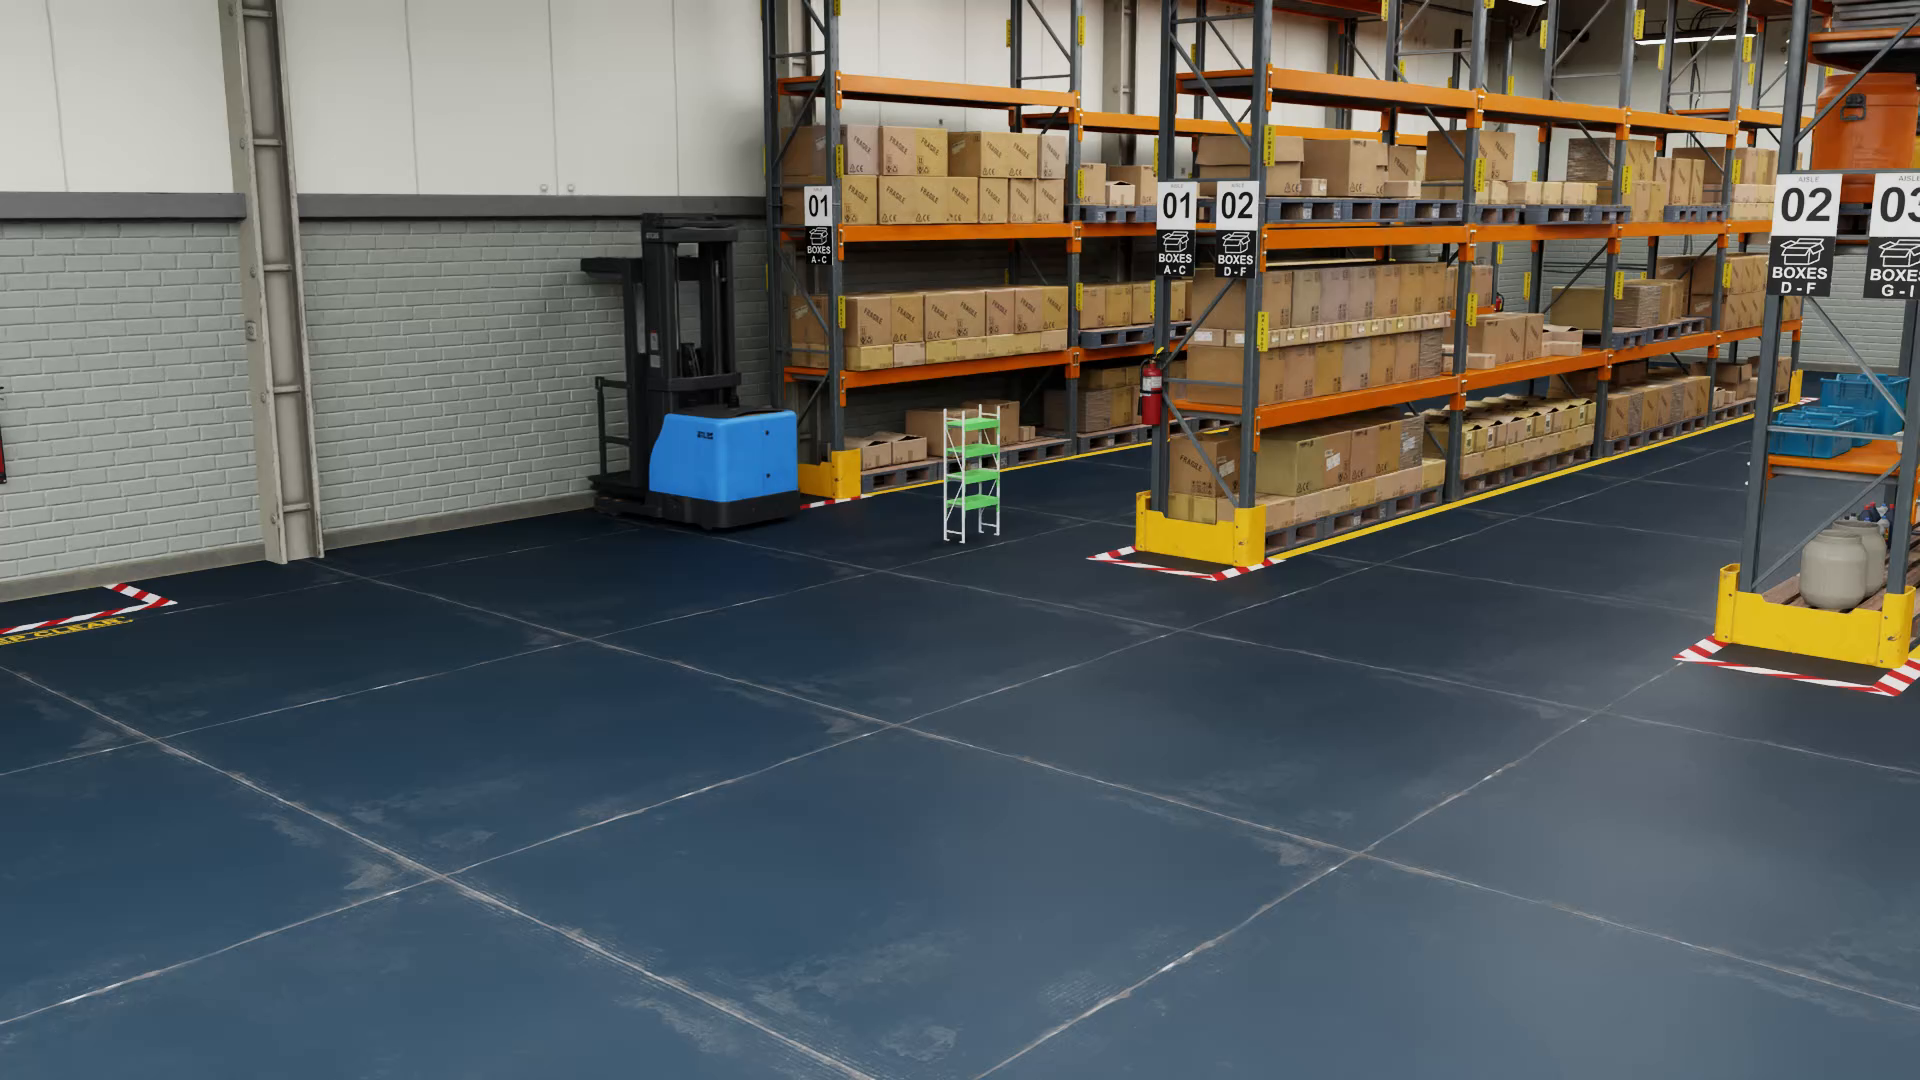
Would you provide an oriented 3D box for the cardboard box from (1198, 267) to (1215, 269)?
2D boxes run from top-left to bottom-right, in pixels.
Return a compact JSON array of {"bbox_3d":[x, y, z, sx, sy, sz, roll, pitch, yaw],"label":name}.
[{"bbox_3d":[3.454,-3.686,22.974,0.380,0.149,0.250,7,14,33],"label":"cardboard box"}]

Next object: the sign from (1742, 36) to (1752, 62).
[{"bbox_3d":[10.444,-6.513,22.057,0.100,0.325,0.005,10,15,40],"label":"sign"}]

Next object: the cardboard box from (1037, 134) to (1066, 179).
[{"bbox_3d":[0.892,-4.481,19.470,0.500,0.500,0.500,8,14,36],"label":"cardboard box"}]

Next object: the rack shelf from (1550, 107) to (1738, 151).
[{"bbox_3d":[8.703,-5.205,21.156,1.077,0.370,4.000,10,15,40],"label":"rack shelf"}]

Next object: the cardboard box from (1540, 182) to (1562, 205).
[{"bbox_3d":[6.407,-3.885,18.657,0.500,0.250,0.500,9,15,39],"label":"cardboard box"}]

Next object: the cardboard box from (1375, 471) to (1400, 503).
[{"bbox_3d":[3.944,-0.543,16.219,0.500,0.250,0.500,10,15,40],"label":"cardboard box"}]

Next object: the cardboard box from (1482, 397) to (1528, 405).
[{"bbox_3d":[6.476,-1.533,19.745,0.500,0.311,0.500,9,15,39],"label":"cardboard box"}]

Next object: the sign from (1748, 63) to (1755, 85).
[{"bbox_3d":[12.256,-7.204,25.718,0.100,0.325,0.005,10,15,40],"label":"sign"}]

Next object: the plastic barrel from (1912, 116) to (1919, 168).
[{"bbox_3d":[6.478,-2.653,11.627,0.600,0.588,0.600,0,11,0],"label":"plastic barrel"}]

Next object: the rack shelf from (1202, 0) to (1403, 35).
[{"bbox_3d":[4.980,-7.671,23.995,1.077,0.370,4.000,10,15,40],"label":"rack shelf"}]

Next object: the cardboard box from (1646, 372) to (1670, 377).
[{"bbox_3d":[9.521,-2.057,23.110,0.500,0.500,0.500,9,14,38],"label":"cardboard box"}]

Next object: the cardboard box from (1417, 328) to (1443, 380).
[{"bbox_3d":[4.454,-1.913,16.873,0.700,0.500,0.500,9,15,39],"label":"cardboard box"}]

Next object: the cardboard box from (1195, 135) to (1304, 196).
[{"bbox_3d":[2.485,-3.221,14.329,0.637,0.503,0.797,-11,16,-44],"label":"cardboard box"}]

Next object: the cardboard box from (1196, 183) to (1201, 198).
[{"bbox_3d":[2.734,-4.511,22.163,0.637,0.503,0.797,-10,15,-40],"label":"cardboard box"}]

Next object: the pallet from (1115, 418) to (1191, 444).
[{"bbox_3d":[2.337,-1.497,22.168,1.003,0.211,1.213,10,15,40],"label":"pallet"}]

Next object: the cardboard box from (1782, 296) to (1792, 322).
[{"bbox_3d":[12.233,-3.566,25.153,0.500,0.500,0.500,10,15,41],"label":"cardboard box"}]

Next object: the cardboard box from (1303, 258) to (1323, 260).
[{"bbox_3d":[5.460,-4.207,25.636,0.500,0.250,0.500,10,15,41],"label":"cardboard box"}]

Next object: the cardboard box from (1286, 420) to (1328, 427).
[{"bbox_3d":[3.213,-0.906,16.123,0.500,0.500,0.500,10,15,40],"label":"cardboard box"}]

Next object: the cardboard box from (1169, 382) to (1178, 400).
[{"bbox_3d":[2.489,-1.898,22.313,0.700,0.500,0.500,10,15,40],"label":"cardboard box"}]

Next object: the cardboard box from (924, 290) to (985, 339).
[{"bbox_3d":[-0.069,-2.541,18.690,0.500,0.500,0.500,10,15,42],"label":"cardboard box"}]

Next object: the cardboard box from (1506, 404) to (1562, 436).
[{"bbox_3d":[6.549,-1.391,19.031,0.500,0.311,0.500,10,15,40],"label":"cardboard box"}]

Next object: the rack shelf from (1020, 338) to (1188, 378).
[{"bbox_3d":[2.339,-2.511,21.961,1.077,0.370,4.000,10,15,40],"label":"rack shelf"}]

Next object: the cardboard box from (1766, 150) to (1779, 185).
[{"bbox_3d":[11.694,-5.478,24.512,0.700,0.500,0.500,10,15,40],"label":"cardboard box"}]

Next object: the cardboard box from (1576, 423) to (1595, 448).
[{"bbox_3d":[7.219,-1.267,19.843,0.500,0.250,0.500,10,15,42],"label":"cardboard box"}]

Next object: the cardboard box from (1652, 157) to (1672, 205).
[{"bbox_3d":[8.757,-4.620,21.445,0.600,0.600,0.600,9,14,38],"label":"cardboard box"}]

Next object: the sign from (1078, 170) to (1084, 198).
[{"bbox_3d":[1.432,-4.225,19.728,0.100,0.325,0.005,10,15,40],"label":"sign"}]

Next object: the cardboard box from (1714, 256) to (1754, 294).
[{"bbox_3d":[10.886,-3.755,23.544,0.500,0.500,0.500,9,15,39],"label":"cardboard box"}]

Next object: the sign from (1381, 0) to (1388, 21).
[{"bbox_3d":[4.327,-5.437,16.869,0.100,0.325,0.005,10,15,40],"label":"sign"}]

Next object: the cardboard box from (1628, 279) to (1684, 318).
[{"bbox_3d":[9.543,-3.321,22.852,0.700,0.500,0.500,4,12,21],"label":"cardboard box"}]

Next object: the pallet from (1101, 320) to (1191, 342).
[{"bbox_3d":[2.383,-2.767,21.898,1.003,0.211,1.213,10,15,40],"label":"pallet"}]

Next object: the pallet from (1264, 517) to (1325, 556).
[{"bbox_3d":[2.575,-0.092,15.131,1.003,0.211,1.213,10,15,40],"label":"pallet"}]

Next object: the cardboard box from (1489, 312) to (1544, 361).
[{"bbox_3d":[6.288,-2.318,18.904,0.500,0.500,0.500,9,14,37],"label":"cardboard box"}]

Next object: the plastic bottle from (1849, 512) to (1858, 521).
[{"bbox_3d":[7.211,-0.050,13.443,0.144,0.351,0.185,10,15,40],"label":"plastic bottle"}]

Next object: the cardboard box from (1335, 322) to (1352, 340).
[{"bbox_3d":[3.372,-1.928,15.294,0.380,0.149,0.250,10,15,40],"label":"cardboard box"}]

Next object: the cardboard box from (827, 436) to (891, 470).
[{"bbox_3d":[-1.097,-0.968,18.143,0.500,0.311,0.500,8,14,34],"label":"cardboard box"}]

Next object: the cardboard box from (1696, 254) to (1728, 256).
[{"bbox_3d":[11.165,-3.978,24.659,0.500,0.500,0.500,10,15,40],"label":"cardboard box"}]

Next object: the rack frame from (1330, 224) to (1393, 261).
[{"bbox_3d":[6.300,-3.747,26.311,1.000,3.000,0.127,10,15,40],"label":"rack frame"}]

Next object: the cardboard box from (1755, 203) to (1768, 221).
[{"bbox_3d":[11.194,-4.690,23.759,0.500,0.250,0.500,10,15,40],"label":"cardboard box"}]

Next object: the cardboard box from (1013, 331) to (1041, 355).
[{"bbox_3d":[0.599,-2.325,19.524,0.500,0.250,0.500,10,15,41],"label":"cardboard box"}]

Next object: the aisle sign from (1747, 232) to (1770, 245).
[{"bbox_3d":[12.488,-5.018,26.039,0.394,0.787,0.004,10,15,40],"label":"aisle sign"}]

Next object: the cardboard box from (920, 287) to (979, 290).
[{"bbox_3d":[-0.126,-2.683,19.404,0.500,0.500,0.500,10,15,42],"label":"cardboard box"}]

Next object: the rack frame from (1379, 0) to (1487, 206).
[{"bbox_3d":[4.743,-4.871,16.626,1.000,3.000,0.127,10,15,40],"label":"rack frame"}]

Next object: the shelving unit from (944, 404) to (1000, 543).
[{"bbox_3d":[0.109,-0.613,15.216,0.258,1.200,0.503,10,15,40],"label":"shelving unit"}]

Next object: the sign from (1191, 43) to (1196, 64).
[{"bbox_3d":[3.240,-6.707,23.026,0.100,0.325,0.005,10,15,40],"label":"sign"}]

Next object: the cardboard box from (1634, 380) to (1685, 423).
[{"bbox_3d":[9.249,-1.842,22.032,0.500,0.500,0.500,10,15,41],"label":"cardboard box"}]

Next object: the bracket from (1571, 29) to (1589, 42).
[{"bbox_3d":[12.178,-9.915,32.687,0.235,0.232,0.430,10,15,40],"label":"bracket"}]

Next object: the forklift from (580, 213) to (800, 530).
[{"bbox_3d":[-3.001,-1.741,16.444,3.031,2.935,1.130,9,15,39],"label":"forklift"}]

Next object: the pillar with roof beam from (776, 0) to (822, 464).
[{"bbox_3d":[1.425,-4.581,15.172,9.100,9.000,0.400,10,15,40],"label":"pillar with roof beam"}]

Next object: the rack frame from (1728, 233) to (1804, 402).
[{"bbox_3d":[12.664,-3.695,26.053,1.000,3.000,0.127,10,15,40],"label":"rack frame"}]

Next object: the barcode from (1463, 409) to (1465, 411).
[{"bbox_3d":[5.224,-1.374,17.240,0.001,0.075,0.075,10,15,40],"label":"barcode"}]

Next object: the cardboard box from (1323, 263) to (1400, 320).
[{"bbox_3d":[3.791,-2.401,16.004,0.700,0.500,0.500,10,15,40],"label":"cardboard box"}]

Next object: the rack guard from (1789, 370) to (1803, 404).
[{"bbox_3d":[12.614,-2.458,26.242,1.175,0.500,0.348,10,15,40],"label":"rack guard"}]

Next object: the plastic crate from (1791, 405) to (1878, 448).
[{"bbox_3d":[6.359,-0.834,12.110,0.499,0.251,0.408,10,15,40],"label":"plastic crate"}]

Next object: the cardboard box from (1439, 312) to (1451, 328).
[{"bbox_3d":[4.724,-2.229,16.801,0.380,0.149,0.250,10,15,40],"label":"cardboard box"}]

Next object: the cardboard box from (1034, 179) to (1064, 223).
[{"bbox_3d":[0.870,-3.993,19.578,0.500,0.500,0.500,10,15,42],"label":"cardboard box"}]

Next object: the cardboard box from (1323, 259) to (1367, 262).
[{"bbox_3d":[5.839,-4.143,25.316,0.500,0.250,0.500,10,15,42],"label":"cardboard box"}]

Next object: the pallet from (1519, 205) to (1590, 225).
[{"bbox_3d":[6.266,-3.620,18.501,1.003,0.211,1.213,11,16,43],"label":"pallet"}]

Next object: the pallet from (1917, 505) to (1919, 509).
[{"bbox_3d":[9.755,-0.222,15.784,1.003,0.211,1.213,10,15,40],"label":"pallet"}]
